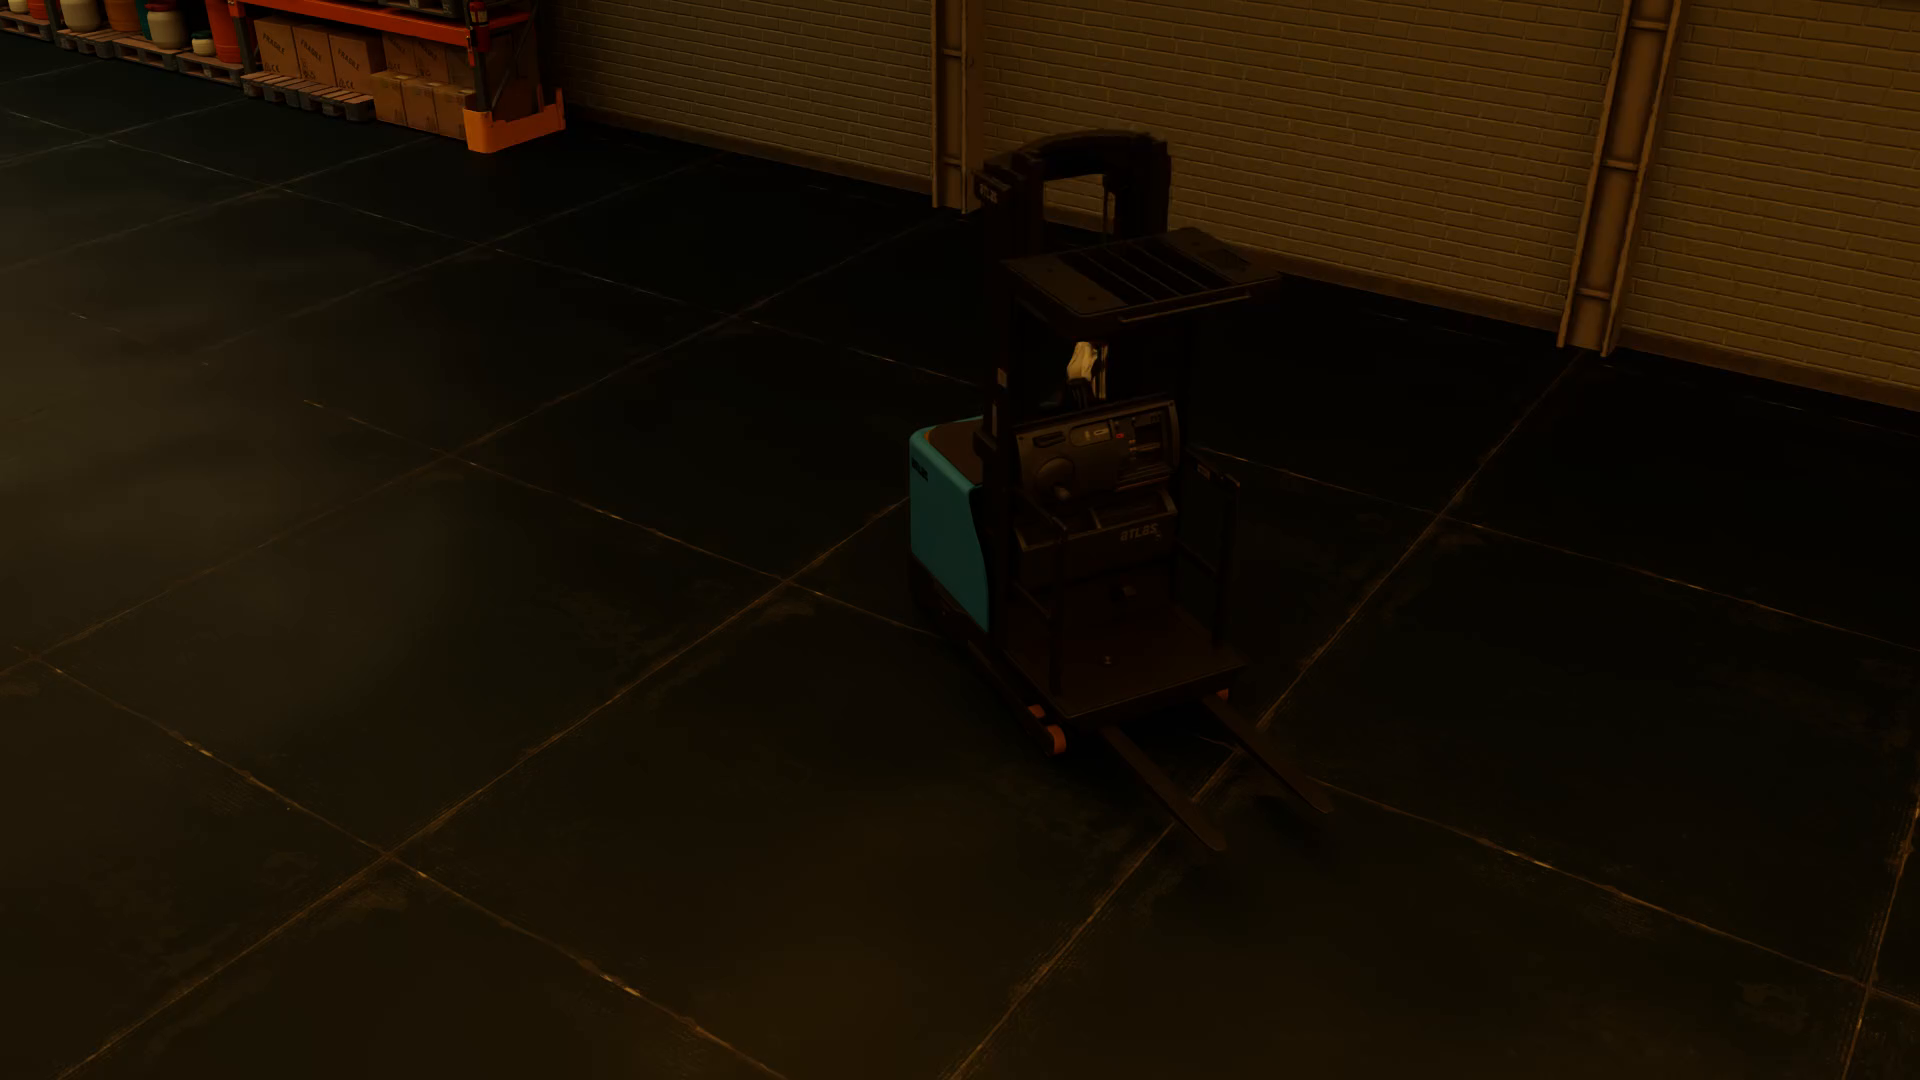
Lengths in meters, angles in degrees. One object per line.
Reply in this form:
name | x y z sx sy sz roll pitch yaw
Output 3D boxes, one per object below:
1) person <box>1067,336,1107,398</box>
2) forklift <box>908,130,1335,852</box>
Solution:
person | 0.872 -0.722 10.209 0.464 1.640 0.817 -19 35 -29
forklift | 0.803 -0.406 8.280 1.130 2.935 3.031 -14 33 -23
